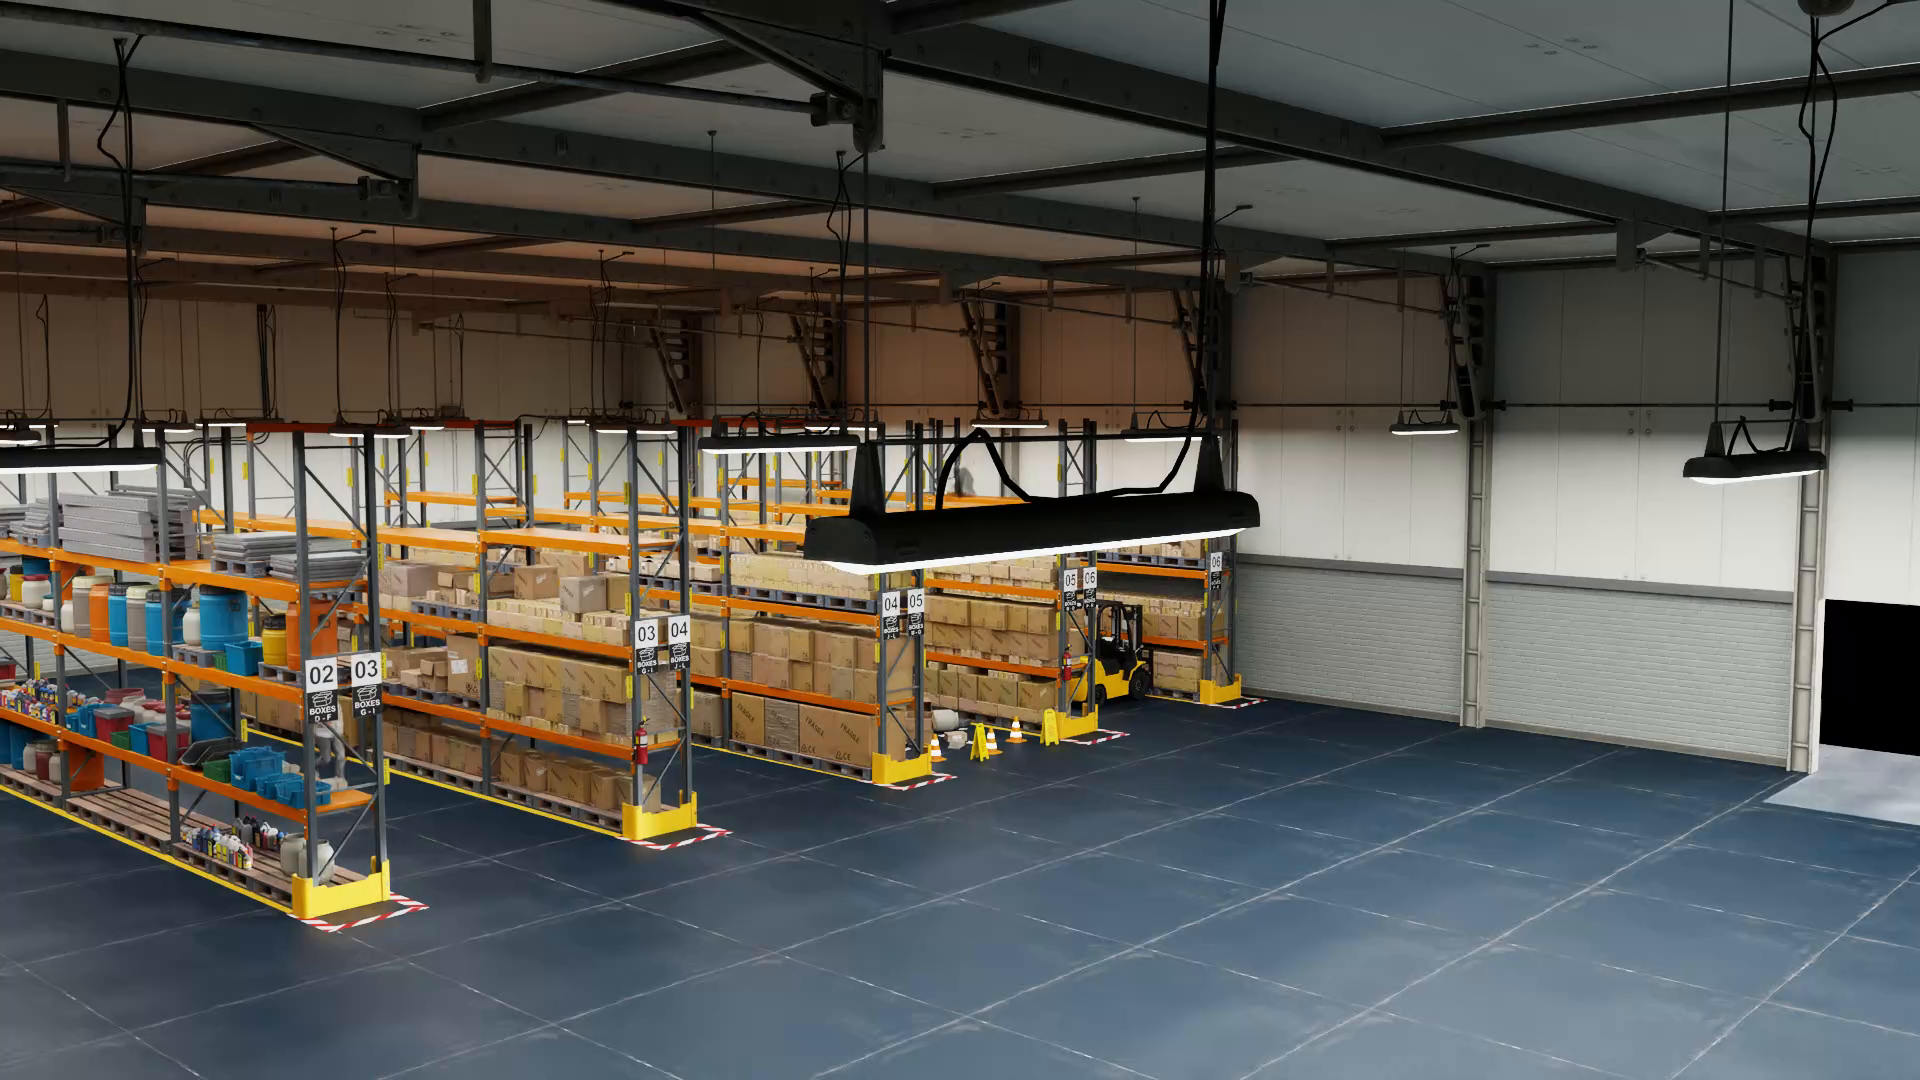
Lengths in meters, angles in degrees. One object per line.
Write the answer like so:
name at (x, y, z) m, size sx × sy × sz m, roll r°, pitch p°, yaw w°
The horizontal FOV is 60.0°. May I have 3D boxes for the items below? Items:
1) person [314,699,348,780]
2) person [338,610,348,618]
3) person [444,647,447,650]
person at (-10.361, 3.232, 27.353) m, size 0.864 × 1.770 × 0.662 m, roll 3°, pitch 6°, yaw 35°
person at (-14.191, 2.399, 37.792) m, size 0.794 × 1.702 × 0.567 m, roll 0°, pitch 5°, yaw 0°
person at (-10.530, 2.741, 34.480) m, size 0.566 × 1.547 × 0.535 m, roll 4°, pitch 6°, yaw 42°
